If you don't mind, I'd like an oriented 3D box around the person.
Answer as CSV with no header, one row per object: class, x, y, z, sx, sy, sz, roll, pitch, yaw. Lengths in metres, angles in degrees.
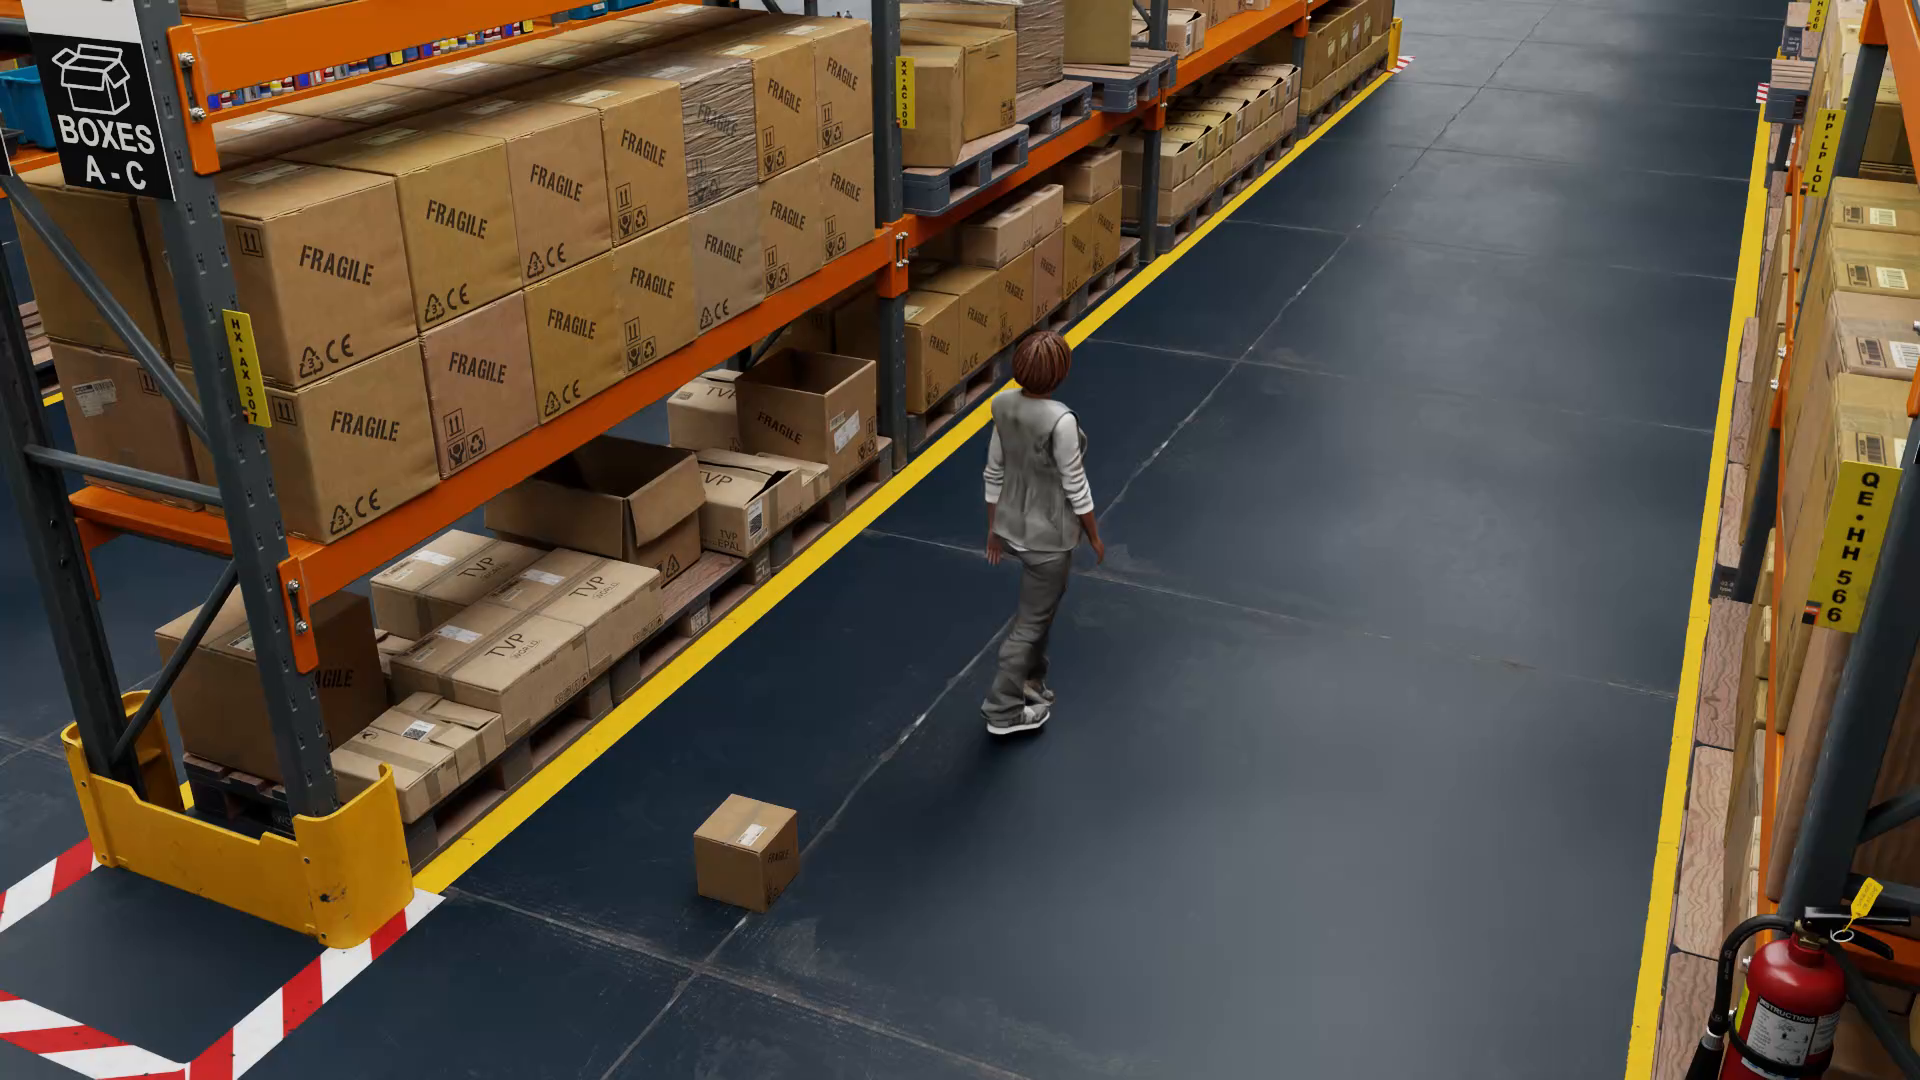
person,0.287,0.008,6.109,0.482,1.636,0.405,-19,32,-33
